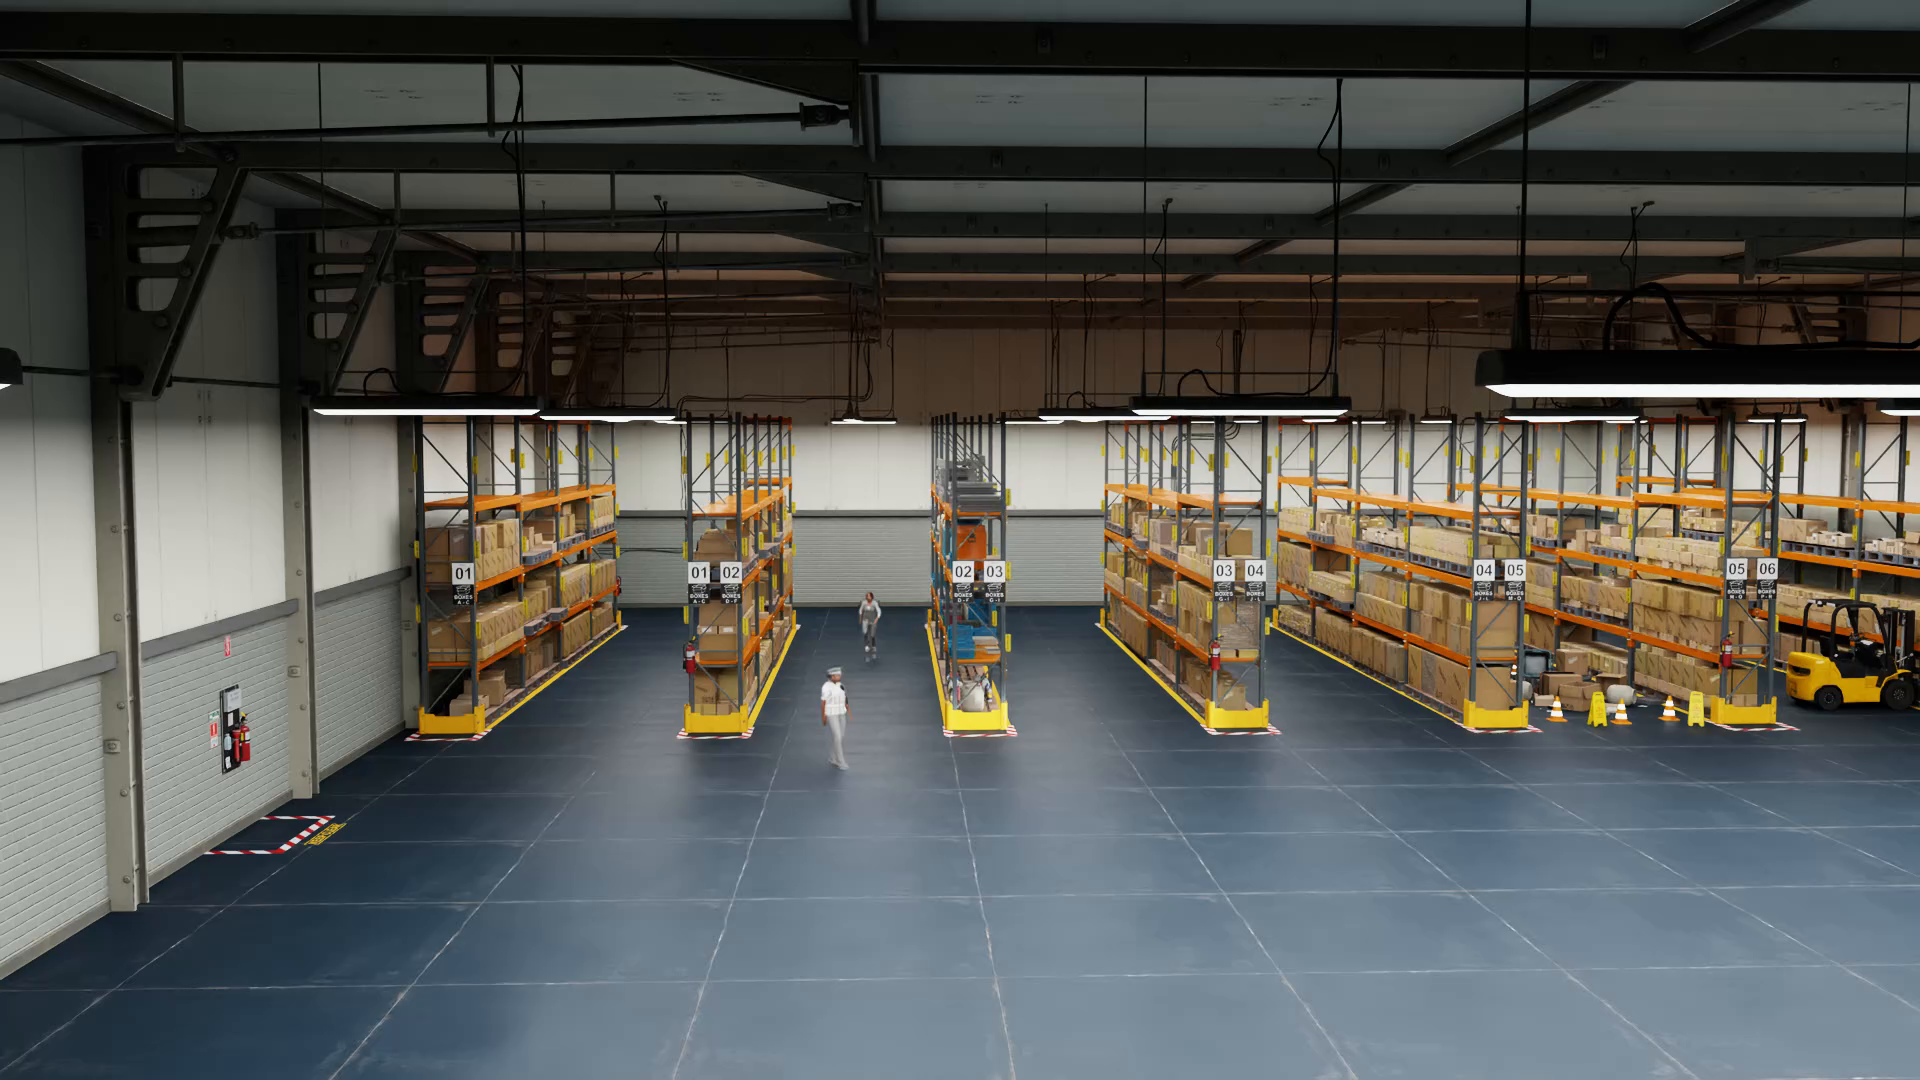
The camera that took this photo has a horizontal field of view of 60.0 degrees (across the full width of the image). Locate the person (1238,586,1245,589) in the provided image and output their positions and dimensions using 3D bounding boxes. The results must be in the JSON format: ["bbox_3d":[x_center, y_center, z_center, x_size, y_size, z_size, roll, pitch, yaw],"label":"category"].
[{"bbox_3d":[8.457,1.483,49.529,0.655,1.730,1.138,1,4,18],"label":"person"}]

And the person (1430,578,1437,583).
[{"bbox_3d":[12.825,1.841,44.972,0.434,1.604,1.064,0,4,-2],"label":"person"}]

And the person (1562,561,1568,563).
[{"bbox_3d":[18.192,1.444,50.030,0.986,1.728,0.540,-1,4,-9],"label":"person"}]

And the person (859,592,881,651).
[{"bbox_3d":[-2.193,1.993,40.547,0.555,1.491,0.764,0,4,4],"label":"person"}]

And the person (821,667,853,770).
[{"bbox_3d":[-2.015,3.000,28.119,0.718,1.667,0.472,4,5,43],"label":"person"}]
